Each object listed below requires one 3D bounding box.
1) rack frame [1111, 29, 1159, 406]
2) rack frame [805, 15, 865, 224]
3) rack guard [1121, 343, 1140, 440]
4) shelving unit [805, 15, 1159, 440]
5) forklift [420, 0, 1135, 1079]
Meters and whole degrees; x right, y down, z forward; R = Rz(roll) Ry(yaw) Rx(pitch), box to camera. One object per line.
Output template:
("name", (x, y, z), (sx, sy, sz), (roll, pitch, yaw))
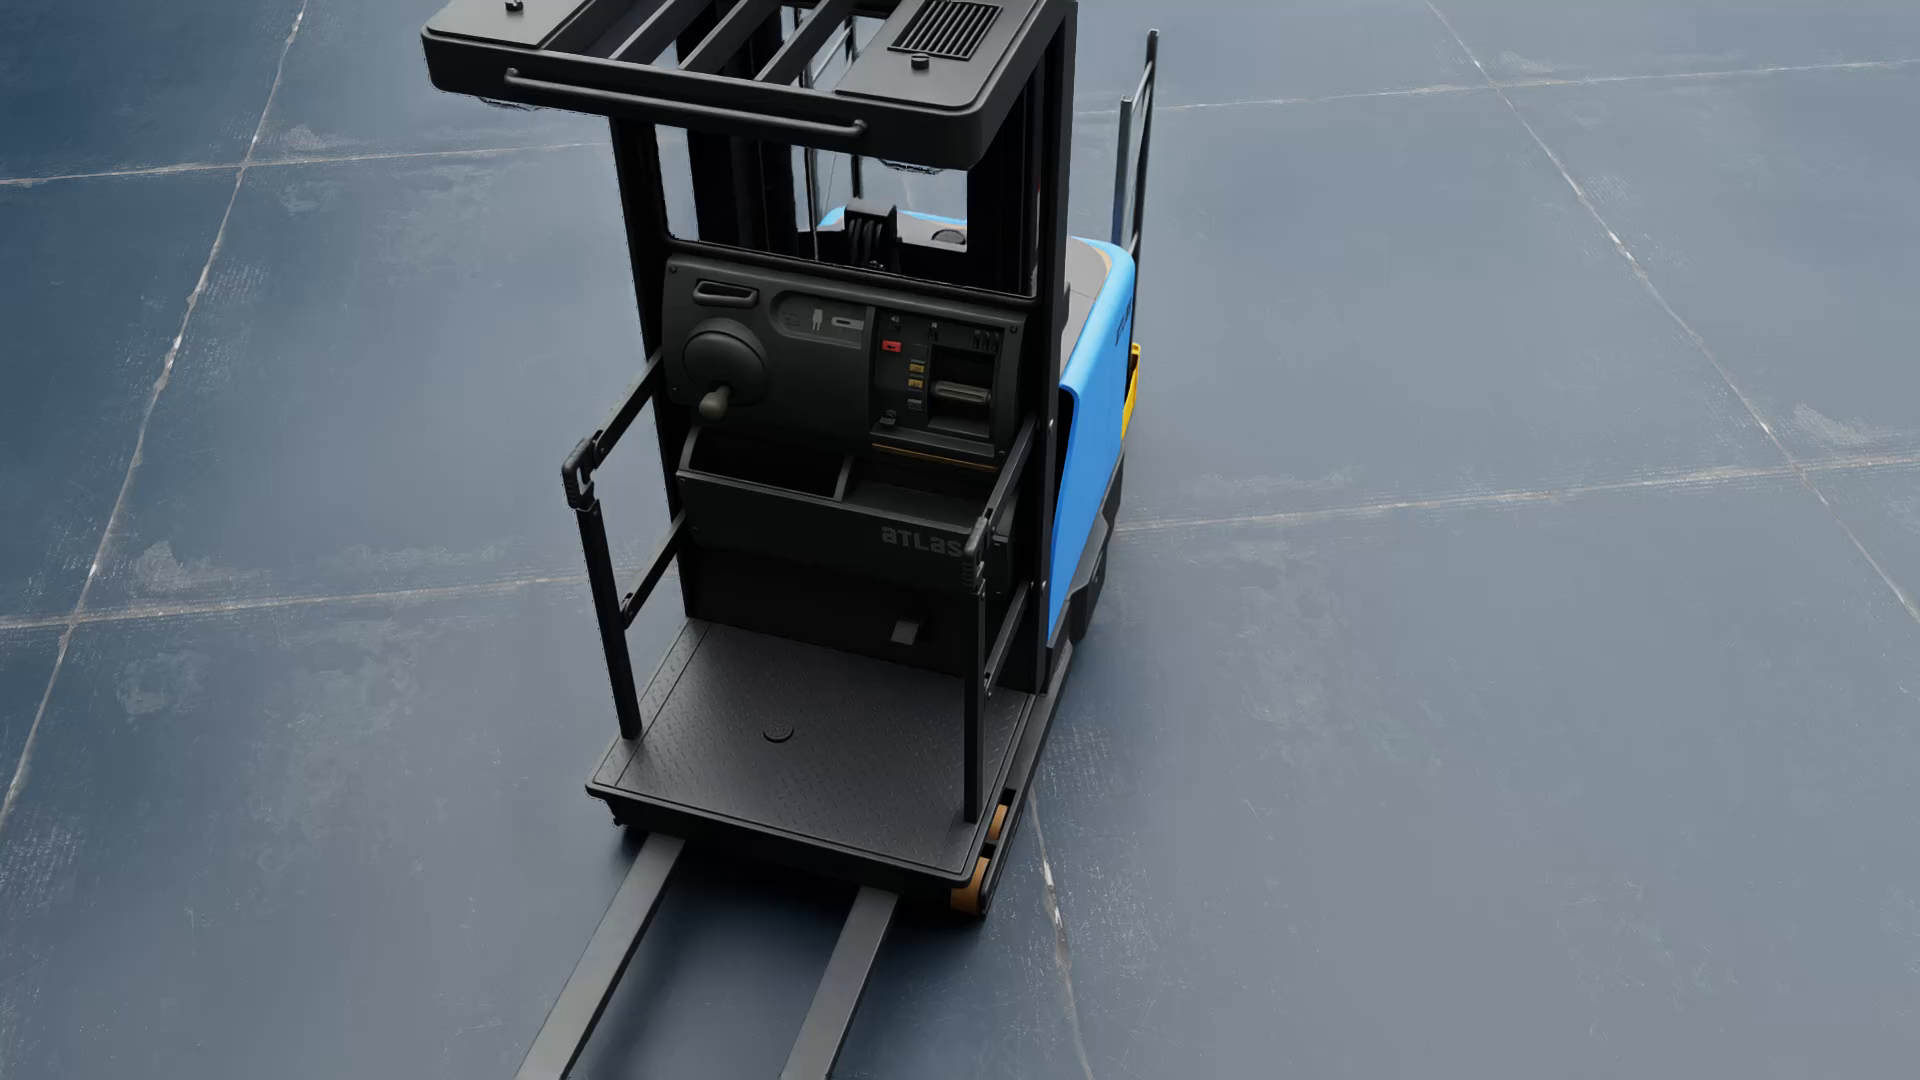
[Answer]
("rack frame", (0.559, -0.916, 5.646), (0.032, 1.500, 0.500), (10, 43, 11))
("rack frame", (-0.423, -1.091, 5.840), (0.032, 1.500, 0.500), (10, 43, 11))
("rack guard", (0.558, -0.452, 6.064), (0.087, 0.250, 0.587), (10, 43, 11))
("shelving unit", (0.077, -1.002, 5.741), (1.083, 1.500, 0.587), (10, 43, 11))
("forklift", (-0.361, -0.359, 3.960), (1.130, 2.935, 3.031), (12, 43, 13))
